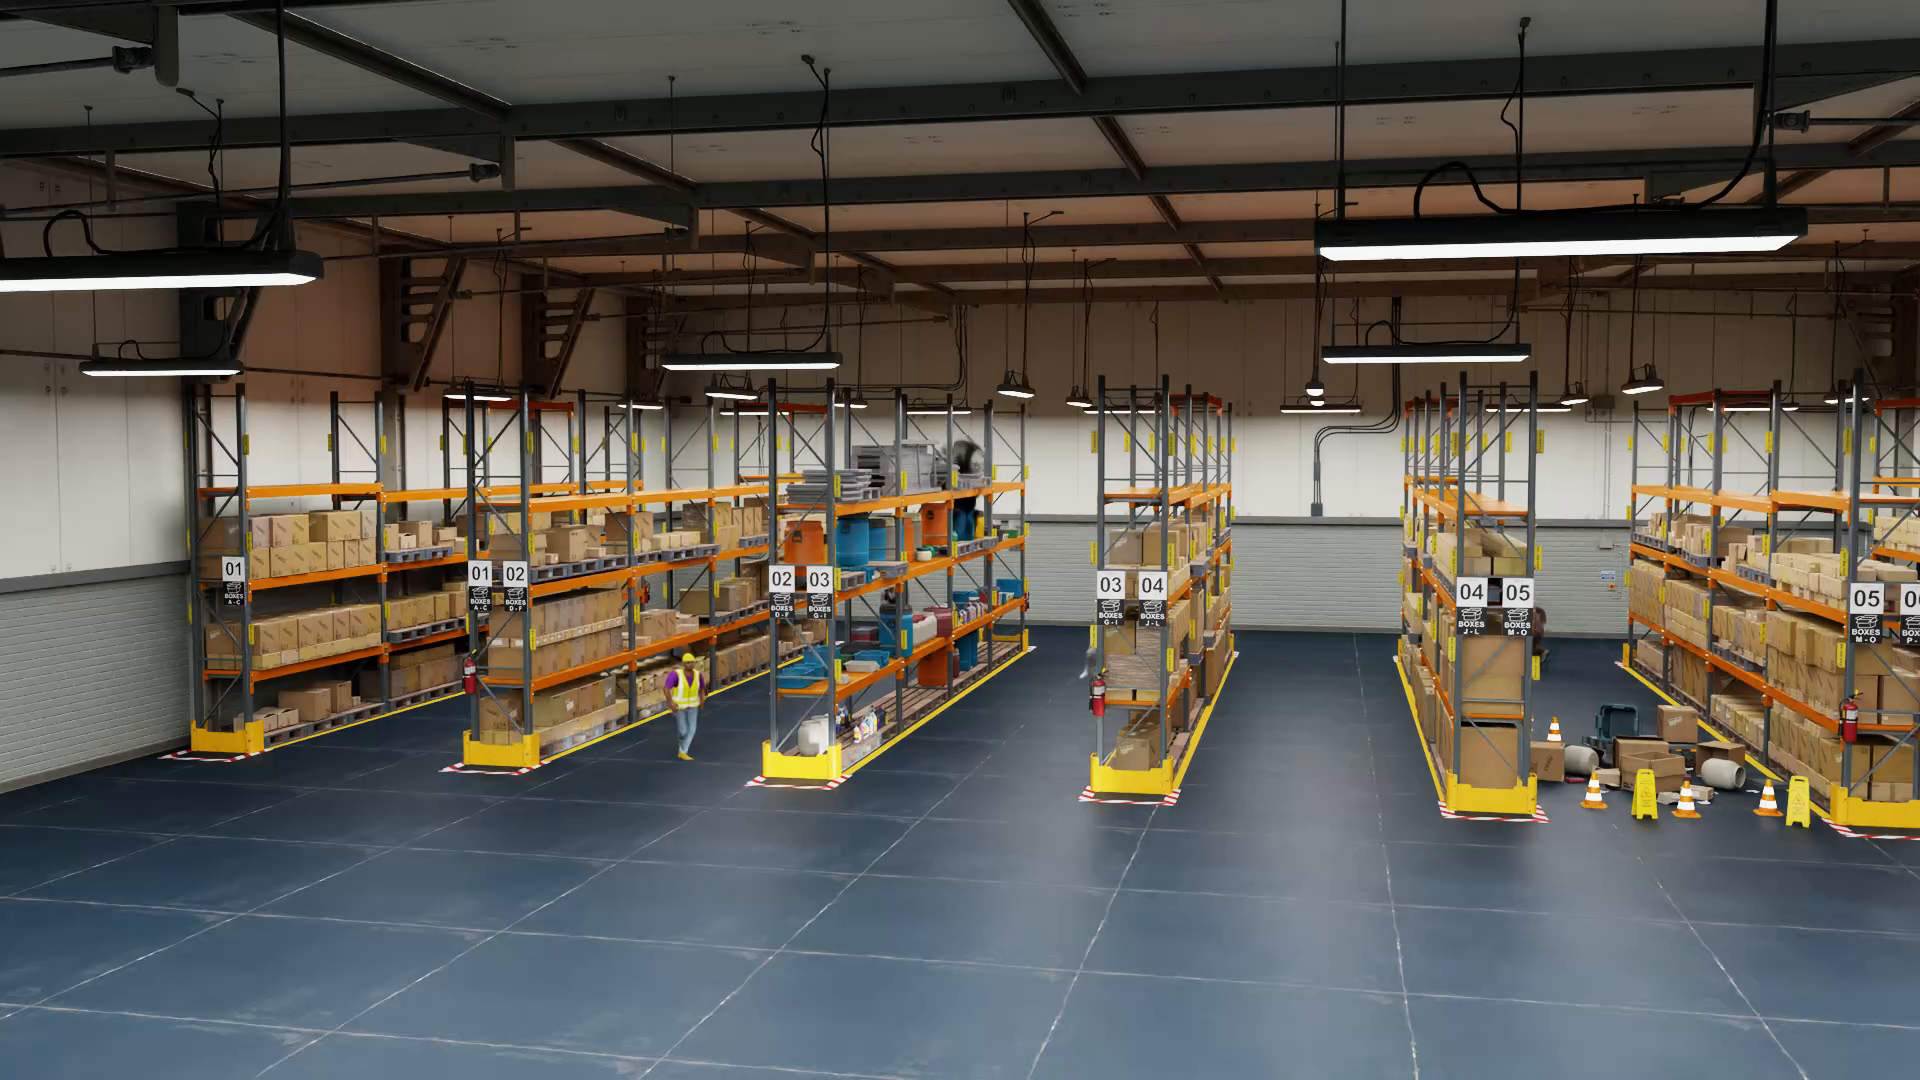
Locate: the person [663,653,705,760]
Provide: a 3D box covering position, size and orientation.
[{"bbox_3d":[-4.387,2.641,26.495,0.699,1.702,0.590,-2,4,-25],"label":"person"}]

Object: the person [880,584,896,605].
[{"bbox_3d":[-1.664,1.804,41.214,0.603,1.669,0.960,0,3,7],"label":"person"}]

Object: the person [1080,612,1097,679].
[{"bbox_3d":[3.000,2.190,35.267,0.780,1.521,0.859,2,4,31],"label":"person"}]

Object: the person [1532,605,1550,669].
[{"bbox_3d":[12.867,2.075,37.381,0.742,1.595,0.873,-3,4,-39],"label":"person"}]
